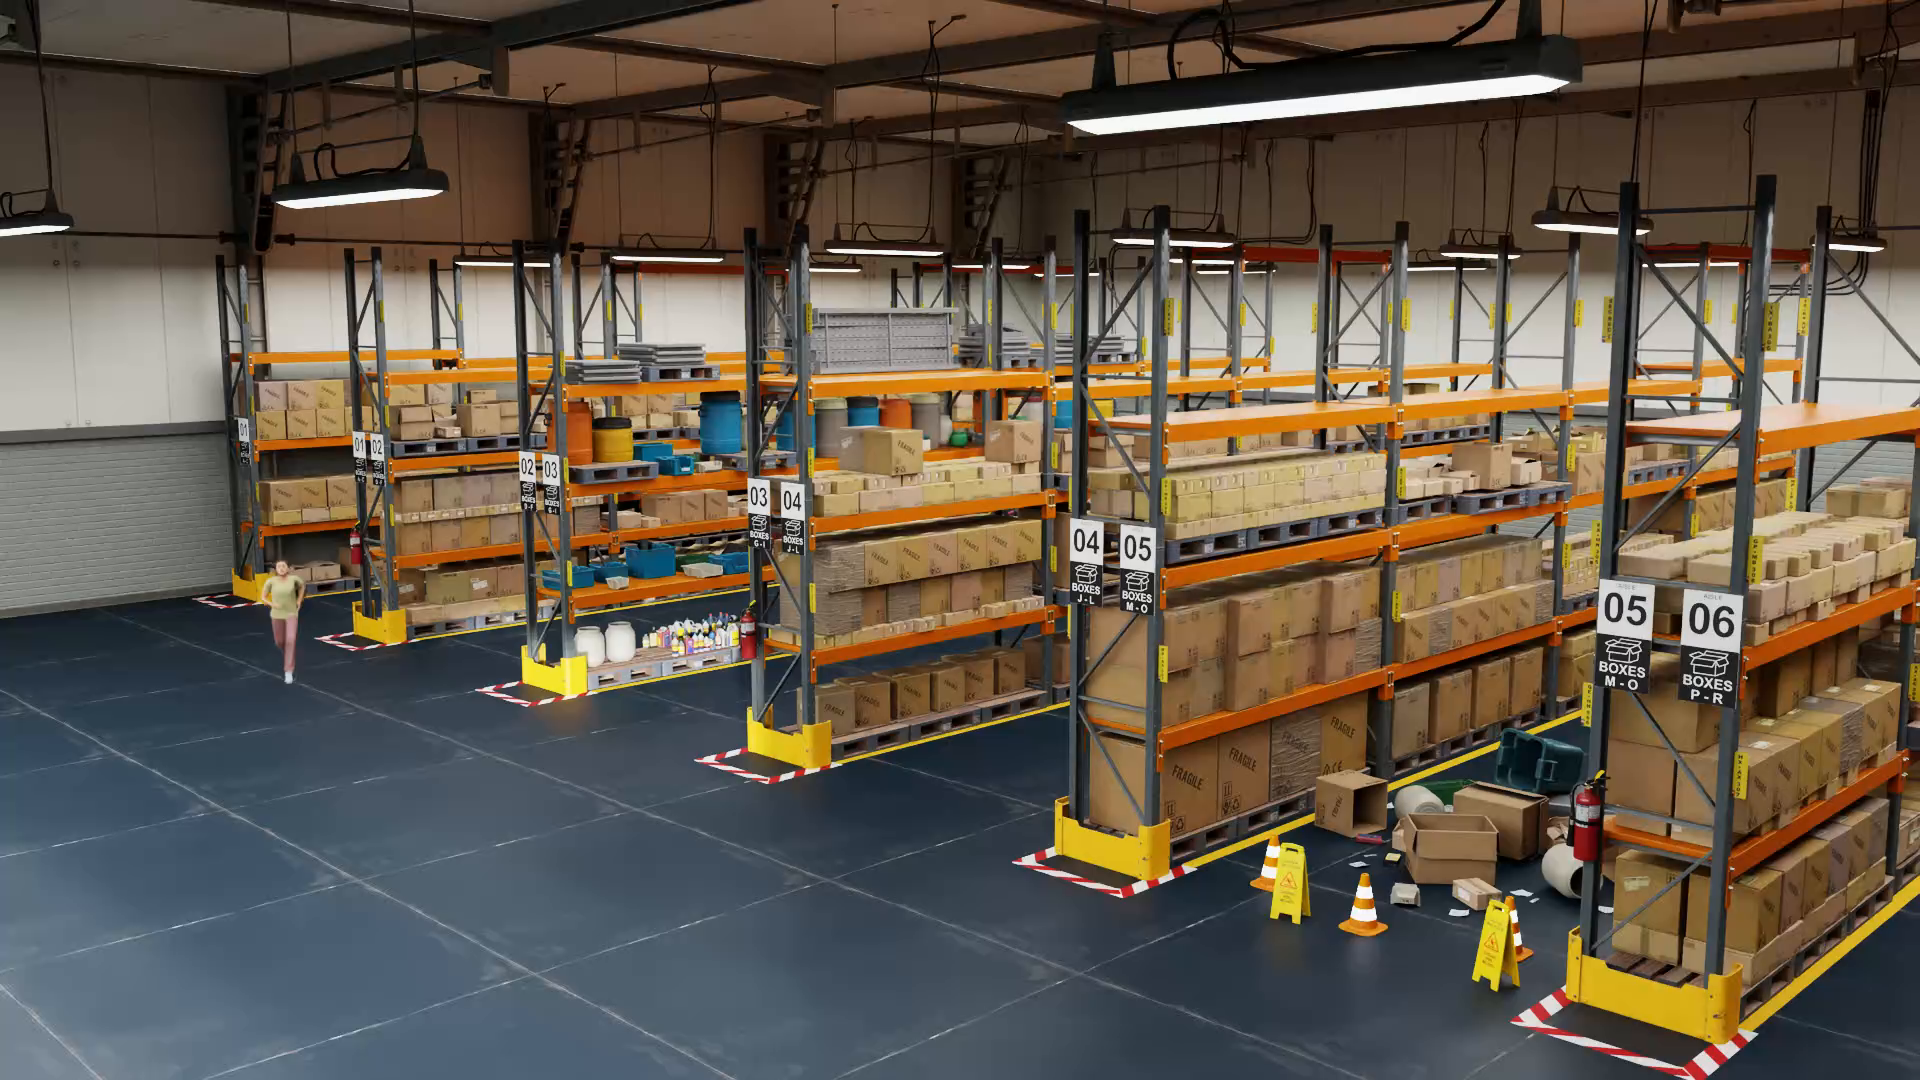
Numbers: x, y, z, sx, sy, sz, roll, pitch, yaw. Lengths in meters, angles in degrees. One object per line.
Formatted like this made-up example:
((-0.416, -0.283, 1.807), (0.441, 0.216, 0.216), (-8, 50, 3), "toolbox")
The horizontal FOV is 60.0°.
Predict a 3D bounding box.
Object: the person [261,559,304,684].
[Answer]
((-9.426, 1.078, 23.163), (0.544, 1.673, 1.126), (-2, 8, -14), "person")

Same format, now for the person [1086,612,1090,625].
((2.034, 0.424, 25.309), (0.698, 1.810, 0.808), (8, 11, 44), "person")
